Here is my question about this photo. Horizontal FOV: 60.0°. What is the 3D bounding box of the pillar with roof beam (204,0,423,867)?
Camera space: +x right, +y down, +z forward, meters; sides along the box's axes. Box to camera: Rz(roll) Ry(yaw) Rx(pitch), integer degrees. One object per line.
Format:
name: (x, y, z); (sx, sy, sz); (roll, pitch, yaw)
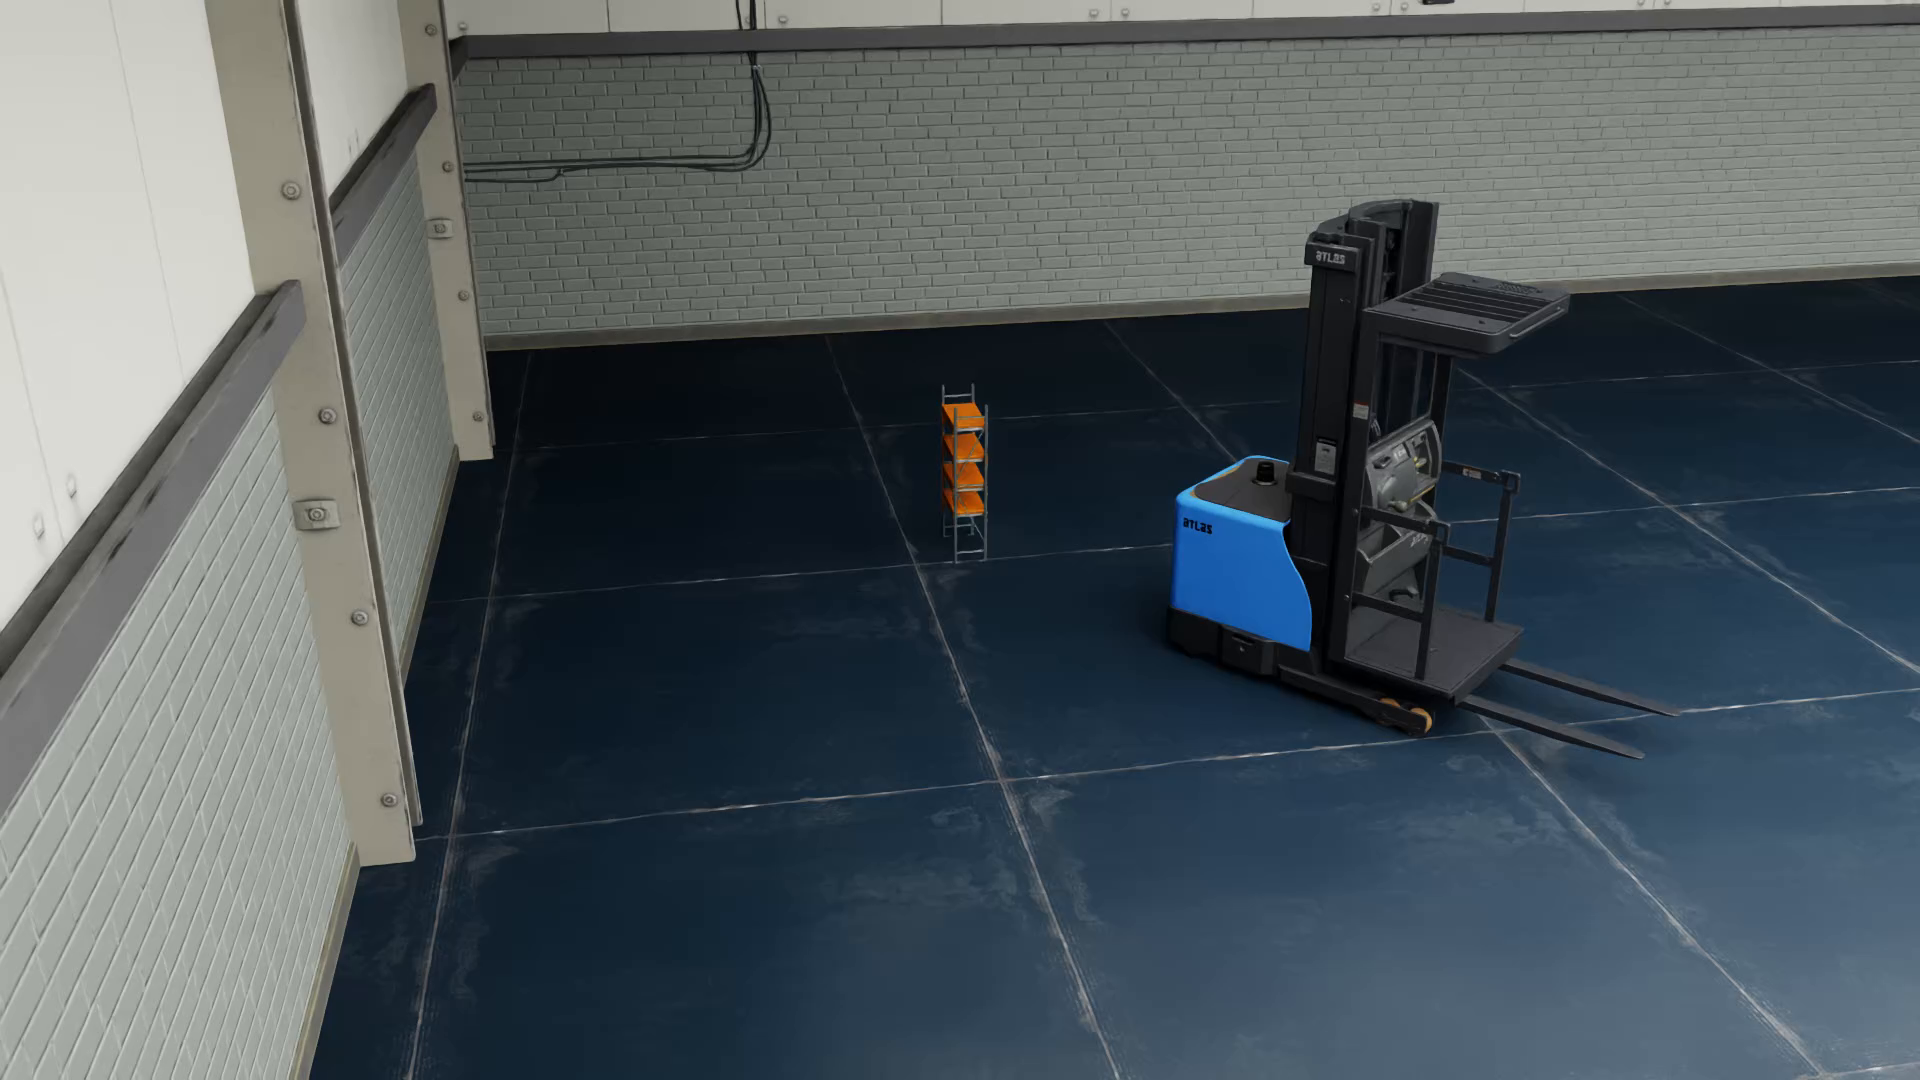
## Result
pillar with roof beam: (1.202, -2.837, 7.745); (9.100, 9.000, 0.400); (-4, 24, -10)

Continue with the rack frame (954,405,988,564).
rack frame: (0.076, -0.389, 11.884); (0.240, 1.200, 0.015); (-4, 24, -10)

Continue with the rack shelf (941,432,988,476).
rack shelf: (0.031, -0.628, 12.041); (0.258, 0.148, 0.480); (-4, 24, -10)

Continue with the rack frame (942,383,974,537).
rack frame: (-0.014, -0.581, 12.323); (0.240, 1.200, 0.015); (-4, 24, -10)

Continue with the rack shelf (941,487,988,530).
rack shelf: (0.031, -0.241, 12.210); (0.258, 0.148, 0.480); (-4, 24, -10)

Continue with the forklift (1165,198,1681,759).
forklift: (2.804, -0.420, 9.792); (3.031, 2.935, 1.130); (18, 29, 36)

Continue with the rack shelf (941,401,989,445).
rack shelf: (0.031, -0.845, 11.946); (0.258, 0.148, 0.480); (-4, 24, -10)

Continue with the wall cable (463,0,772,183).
wall cable: (-3.384, -4.712, 15.918); (3.097, 2.526, 0.112); (-4, 24, -10)

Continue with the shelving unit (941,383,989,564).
shelving unit: (0.031, -0.485, 12.103); (0.258, 1.200, 0.503); (-4, 24, -10)

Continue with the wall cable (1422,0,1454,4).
wall cable: (5.949, -8.390, 16.211); (2.305, 6.003, 0.169); (-4, 24, -10)

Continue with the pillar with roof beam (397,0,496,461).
pillar with roof beam: (0.092, -5.197, 13.149); (9.100, 9.000, 0.400); (-4, 24, -10)

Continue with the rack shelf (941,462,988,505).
rack shelf: (0.031, -0.423, 12.130); (0.258, 0.148, 0.480); (-4, 24, -10)
